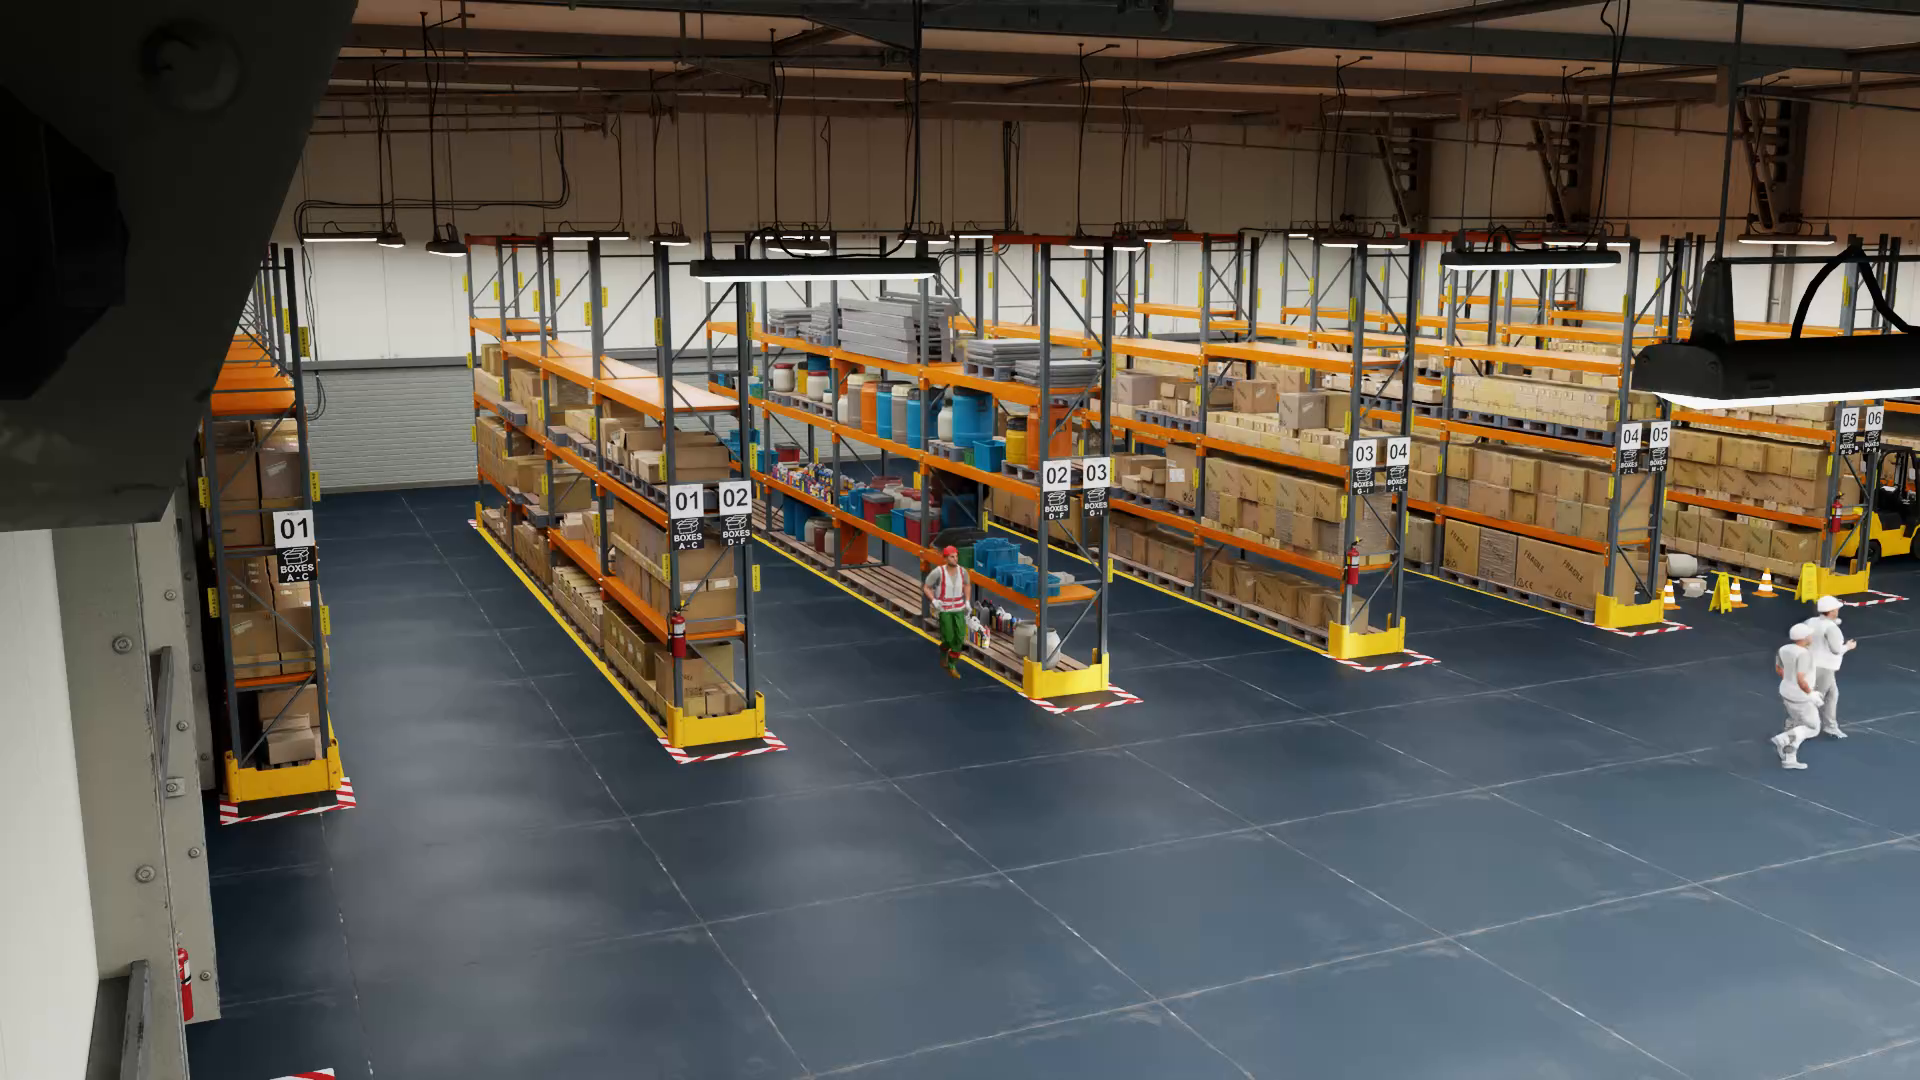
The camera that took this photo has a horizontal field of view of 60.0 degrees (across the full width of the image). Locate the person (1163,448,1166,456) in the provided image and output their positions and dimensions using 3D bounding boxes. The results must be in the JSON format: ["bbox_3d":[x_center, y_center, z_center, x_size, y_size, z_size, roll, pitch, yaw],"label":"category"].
[{"bbox_3d":[5.433,-2.660,42.658,0.567,1.612,0.541,-4,12,-20],"label":"person"}]

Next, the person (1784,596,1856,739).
[{"bbox_3d":[10.531,1.566,20.312,0.801,1.806,0.654,1,11,4],"label":"person"}]

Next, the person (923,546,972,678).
[{"bbox_3d":[-0.135,0.944,22.181,0.694,1.762,0.523,-4,12,-22],"label":"person"}]

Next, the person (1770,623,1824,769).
[{"bbox_3d":[9.666,1.812,19.240,0.601,1.738,0.658,-1,11,-3],"label":"person"}]
